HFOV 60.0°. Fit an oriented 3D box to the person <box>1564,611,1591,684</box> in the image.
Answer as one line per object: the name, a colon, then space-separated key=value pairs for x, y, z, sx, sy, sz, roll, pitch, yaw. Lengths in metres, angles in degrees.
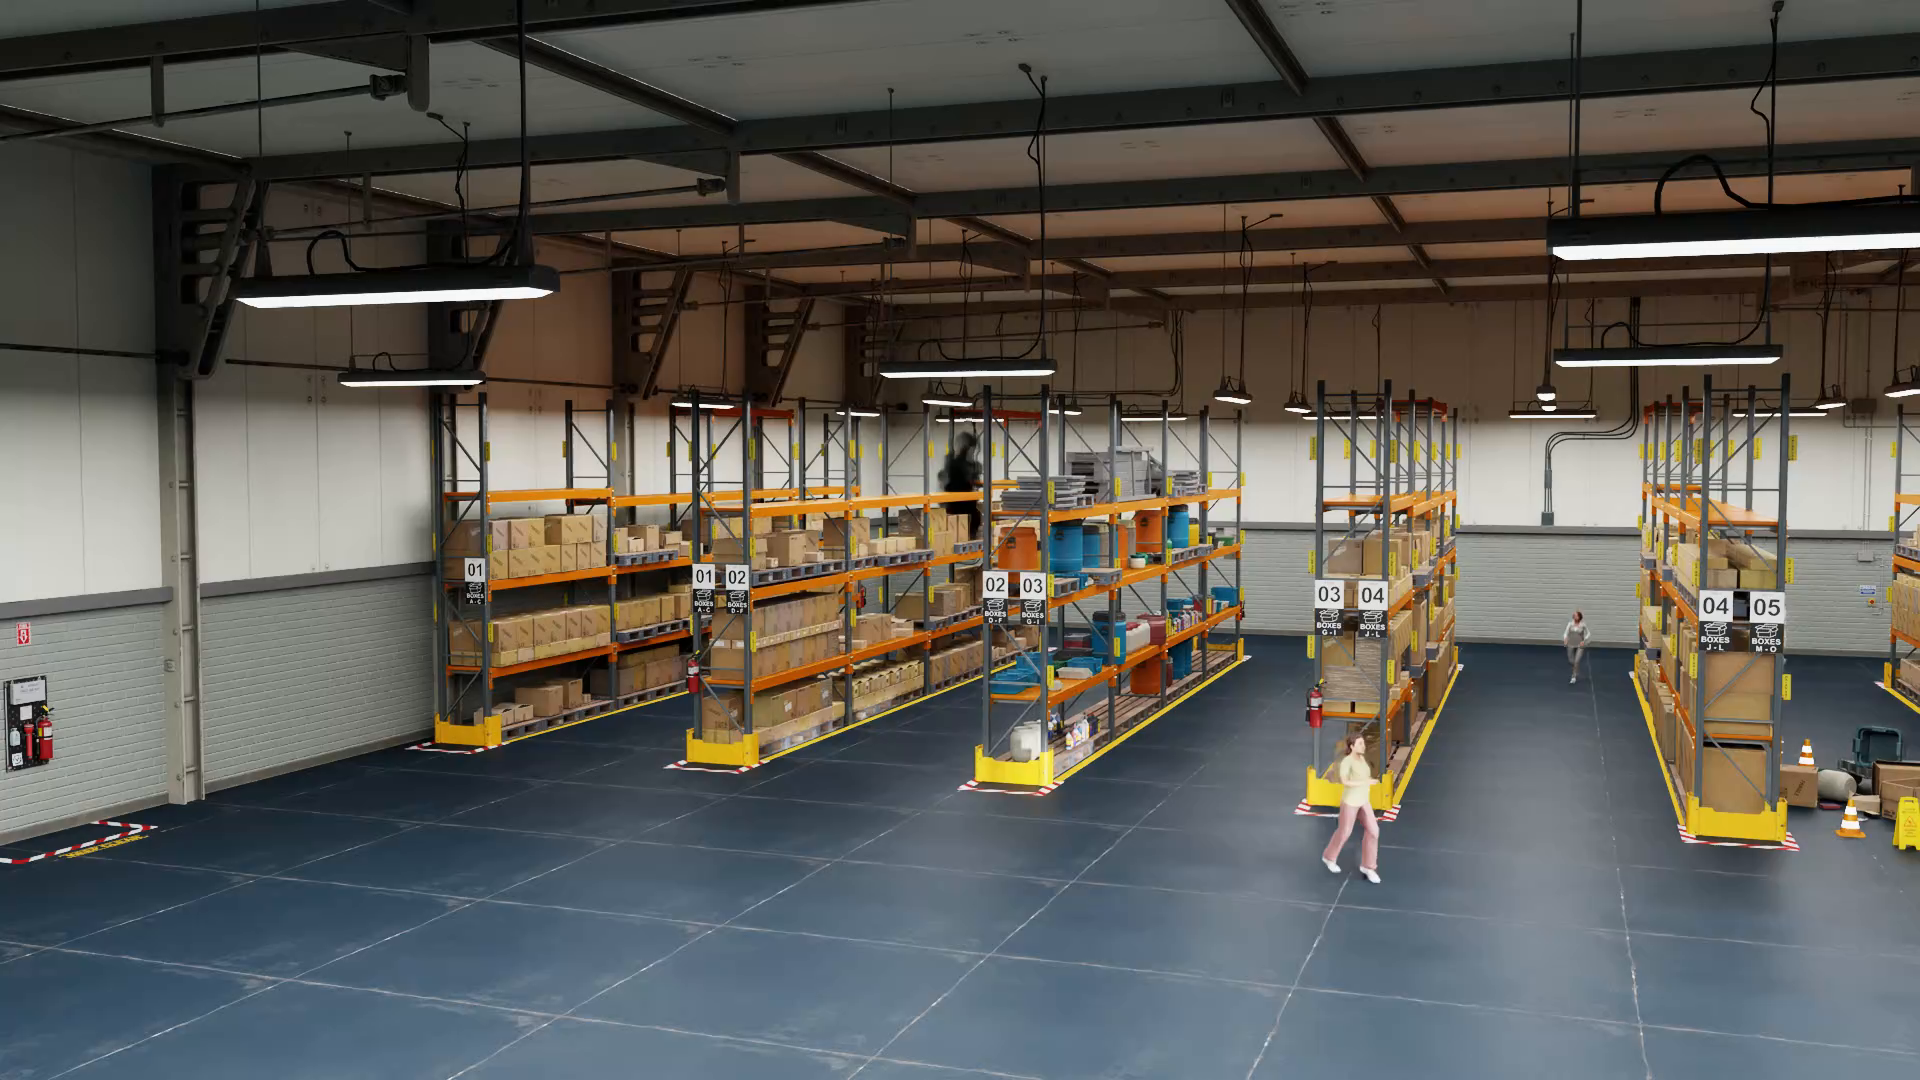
person: x=13.374 y=2.315 z=36.048 sx=0.546 sy=1.551 sz=0.615 roll=2 pitch=3 yaw=27

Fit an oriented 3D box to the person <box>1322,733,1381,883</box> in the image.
person: x=4.586 y=3.126 z=19.492 sx=0.564 sy=1.731 sz=0.780 roll=-2 pitch=4 yaw=-37
